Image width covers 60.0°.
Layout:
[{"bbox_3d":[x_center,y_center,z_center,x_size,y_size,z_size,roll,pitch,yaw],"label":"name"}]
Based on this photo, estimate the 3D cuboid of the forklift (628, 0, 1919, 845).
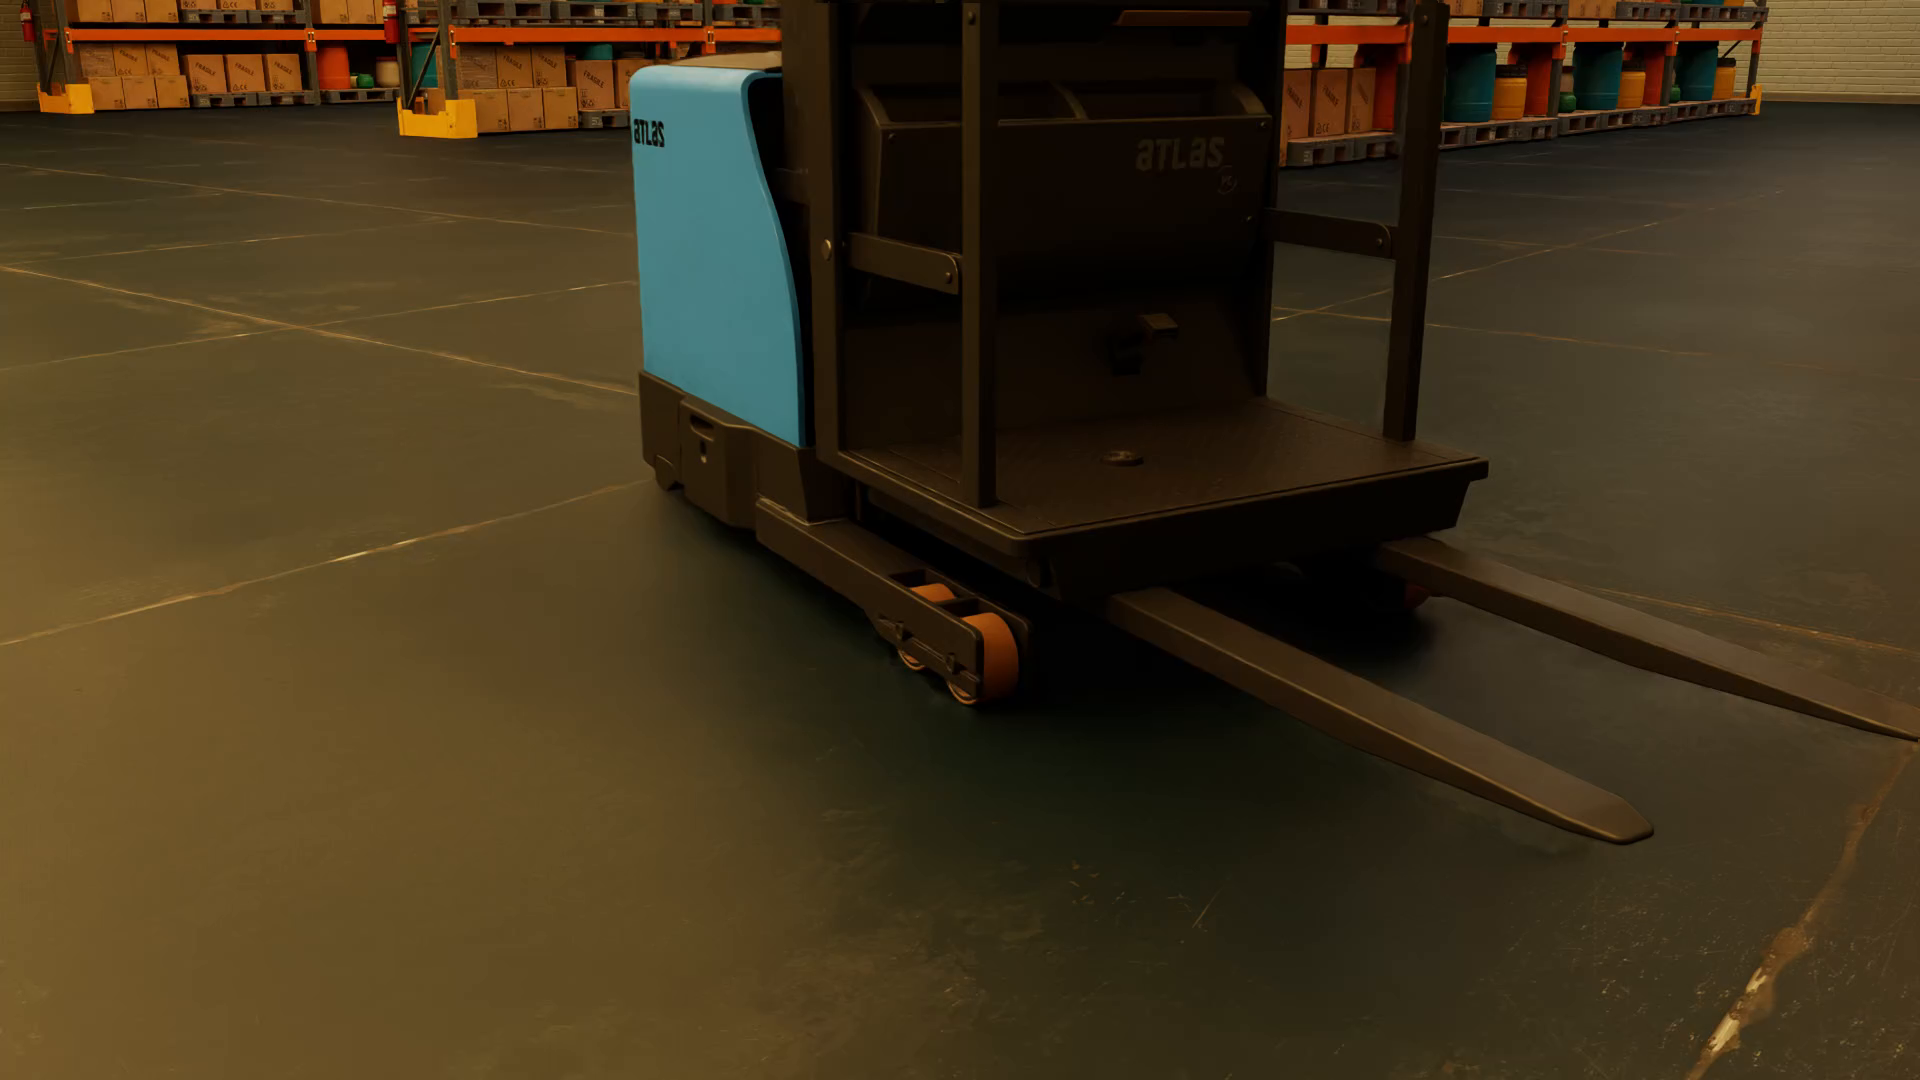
[{"bbox_3d":[0.329,-1.258,3.041,1.130,2.935,3.031,-9,19,-28],"label":"forklift"}]
